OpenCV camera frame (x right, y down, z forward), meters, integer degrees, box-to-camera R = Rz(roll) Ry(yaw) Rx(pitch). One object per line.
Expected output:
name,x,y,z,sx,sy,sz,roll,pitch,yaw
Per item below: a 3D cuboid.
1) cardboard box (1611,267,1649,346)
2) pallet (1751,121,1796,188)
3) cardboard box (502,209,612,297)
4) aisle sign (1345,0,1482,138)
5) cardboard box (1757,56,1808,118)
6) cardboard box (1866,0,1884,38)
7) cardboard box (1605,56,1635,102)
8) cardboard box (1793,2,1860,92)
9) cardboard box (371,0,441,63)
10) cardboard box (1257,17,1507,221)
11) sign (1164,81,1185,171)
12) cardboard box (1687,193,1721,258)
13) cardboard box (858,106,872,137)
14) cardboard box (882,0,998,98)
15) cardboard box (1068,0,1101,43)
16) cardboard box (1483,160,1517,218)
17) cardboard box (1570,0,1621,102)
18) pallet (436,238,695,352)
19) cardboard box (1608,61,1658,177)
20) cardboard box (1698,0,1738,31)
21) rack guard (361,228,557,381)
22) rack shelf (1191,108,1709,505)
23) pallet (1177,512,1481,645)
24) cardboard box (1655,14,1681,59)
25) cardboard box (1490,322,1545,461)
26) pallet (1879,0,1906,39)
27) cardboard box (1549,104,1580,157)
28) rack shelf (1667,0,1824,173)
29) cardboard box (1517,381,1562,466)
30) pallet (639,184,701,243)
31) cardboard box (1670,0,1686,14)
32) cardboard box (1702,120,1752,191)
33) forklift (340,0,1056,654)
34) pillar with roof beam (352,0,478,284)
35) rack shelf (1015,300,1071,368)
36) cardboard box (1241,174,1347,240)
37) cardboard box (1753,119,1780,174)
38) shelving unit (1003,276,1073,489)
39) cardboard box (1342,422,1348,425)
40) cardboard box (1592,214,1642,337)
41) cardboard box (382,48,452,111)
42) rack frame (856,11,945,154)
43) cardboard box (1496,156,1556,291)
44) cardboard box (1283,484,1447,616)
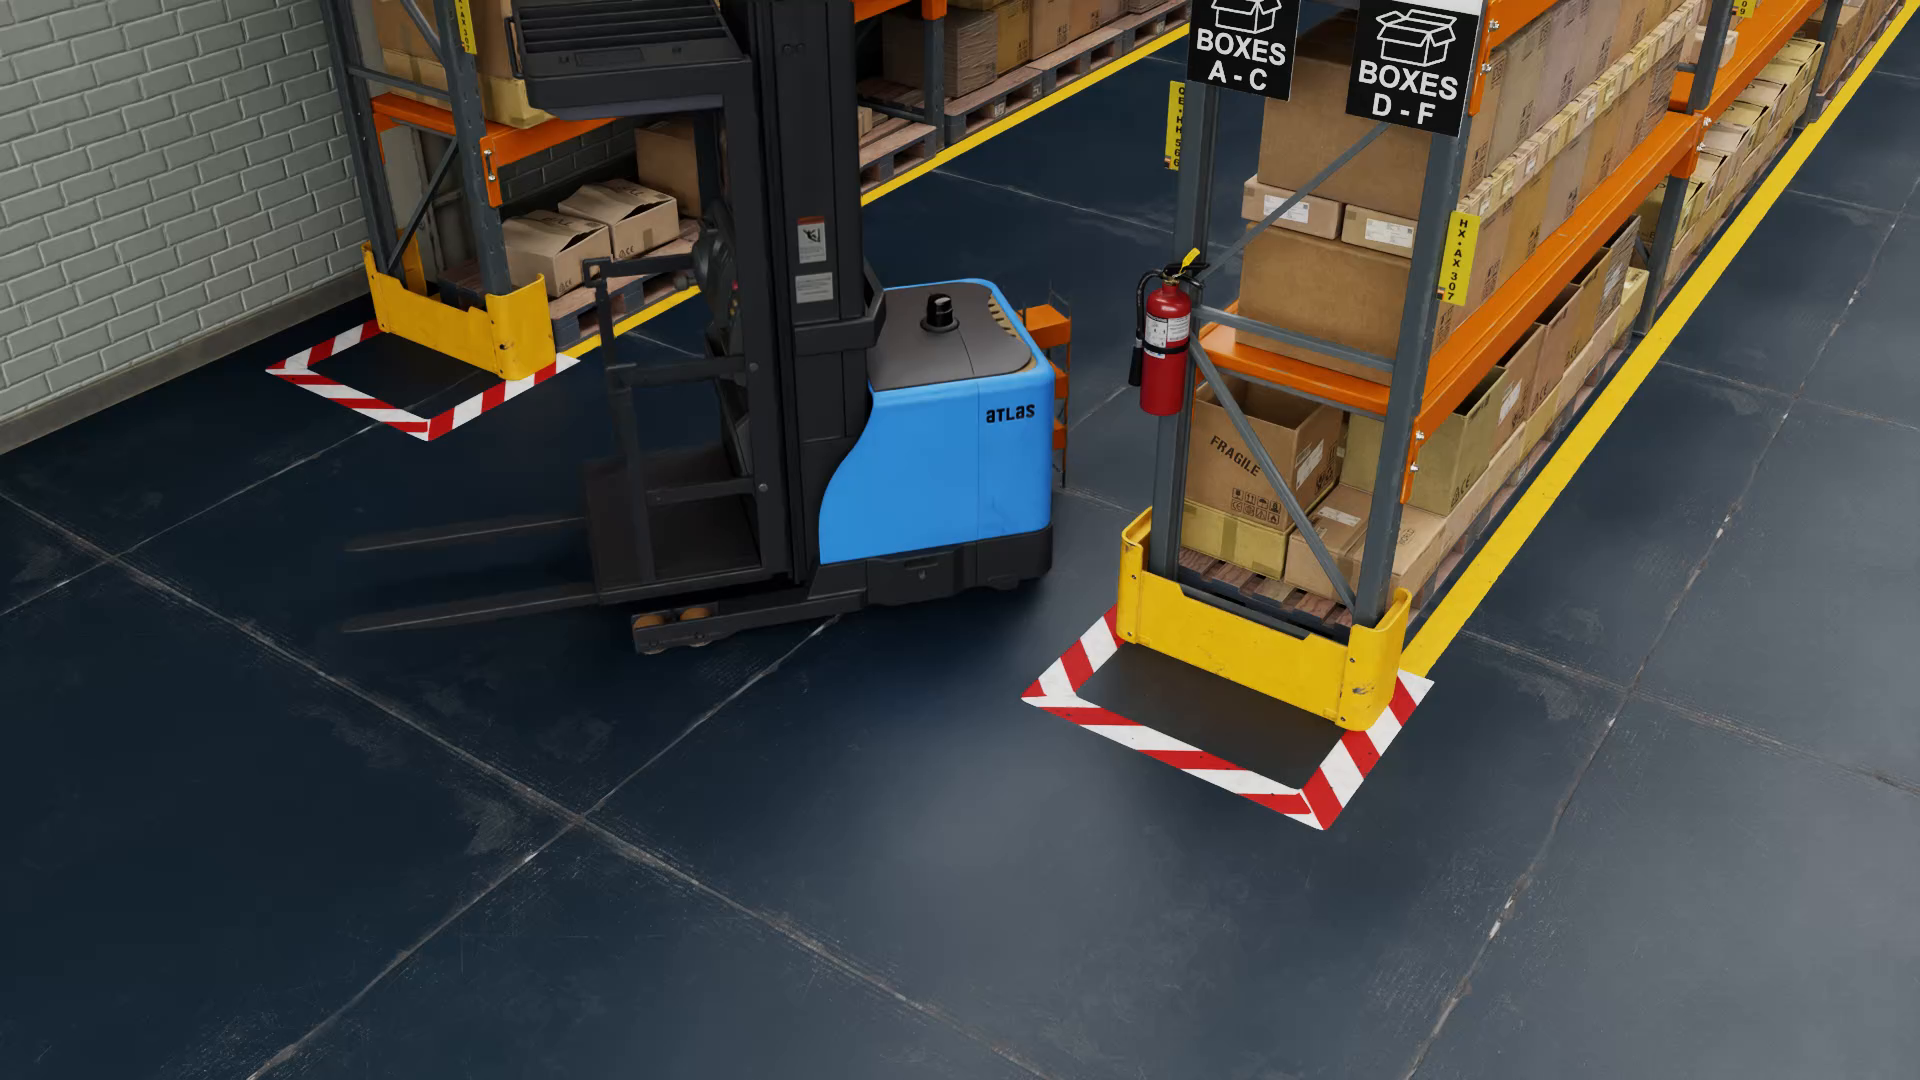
cardboard box,3.433,-1.335,9.126,0.500,0.250,0.500,21,39,28
pallet,5.297,-2.902,11.853,1.003,0.211,1.213,21,39,28
cardboard box,-2.367,-1.681,9.565,0.500,0.311,0.500,17,37,23
aisle sign,1.451,-1.691,5.252,0.394,0.787,0.004,21,39,28
cardboard box,5.411,-3.130,11.280,0.500,0.311,0.500,21,39,28
cardboard box,7.170,-4.403,13.421,0.500,0.500,0.500,20,39,27
cardboard box,2.813,-2.116,7.533,0.380,0.149,0.250,22,40,29
cardboard box,6.292,-3.689,12.366,0.500,0.500,0.500,23,40,30
cardboard box,-2.741,-2.864,8.755,0.500,0.500,0.500,21,39,28
cardboard box,1.544,-1.556,6.126,0.700,0.500,0.500,21,40,28
sign,0.799,-1.500,6.045,0.100,0.325,0.005,21,39,28
cardboard box,4.244,-1.959,10.049,0.500,0.250,0.500,22,40,29
cardboard box,-0.835,-2.916,11.521,0.380,0.166,0.250,16,37,22
cardboard box,-0.148,-3.654,12.315,0.700,0.500,0.500,23,40,30
cardboard box,0.710,-4.366,13.366,0.700,0.500,0.500,21,39,28
cardboard box,1.929,-1.401,6.476,0.380,0.149,0.250,21,40,28
cardboard box,2.411,-2.263,7.171,0.700,0.500,0.500,21,39,28
pallet,-2.299,-1.565,9.876,1.003,0.211,1.213,21,39,28
cardboard box,2.974,-2.173,8.197,0.700,0.500,0.500,21,39,28
cardboard box,4.269,-3.215,9.737,0.500,0.500,0.500,24,41,31
rack guard,-2.792,-1.322,9.259,1.175,0.500,0.348,21,39,28
rack shelf,2.377,-1.365,7.732,1.077,0.370,4.000,21,39,28
pallet,1.638,0.048,7.491,1.003,0.211,1.213,21,39,28
cardboard box,3.249,-2.465,8.049,0.380,0.149,0.250,20,39,27
cardboard box,2.283,-0.728,7.560,0.500,0.500,0.500,21,39,28
pallet,7.646,-4.723,14.546,1.003,0.211,1.213,21,39,28
cardboard box,2.370,-1.757,7.003,0.380,0.149,0.250,21,39,28
rack shelf,4.658,-3.205,10.455,1.077,0.370,4.000,21,39,28
cardboard box,2.582,-0.643,8.102,0.500,0.250,0.500,21,39,28
pallet,-1.603,-2.124,10.703,1.003,0.211,1.213,21,39,28
cardboard box,3.270,-2.956,8.196,0.700,0.500,0.500,21,40,28
cardboard box,4.542,-2.428,10.242,0.500,0.311,0.500,20,39,27
forklift,-1.163,-1.061,6.702,3.031,2.935,1.130,-9,35,-13
pillar with roof beam,0.390,-4.031,5.678,9.100,9.000,0.400,21,39,28
rack shelf,0.355,-0.929,7.699,0.240,0.259,0.215,-16,37,-22
cardboard box,1.298,-1.289,6.310,0.380,0.149,0.250,21,39,27
cardboard box,5.118,-2.670,11.100,0.500,0.250,0.500,22,40,29
shelving unit,0.355,-0.703,7.852,0.252,1.050,0.215,-16,37,-22
cardboard box,1.859,-0.583,8.014,0.500,0.250,0.500,21,39,28
cardboard box,3.138,-1.419,8.581,0.500,0.500,0.500,21,39,28
cardboard box,-2.728,-2.546,8.953,0.500,0.250,0.500,22,40,29
rack frame,-0.554,-4.164,11.229,1.000,3.000,0.127,21,39,28
cardboard box,2.097,-1.464,7.148,0.700,0.500,0.500,22,40,28
cardboard box,1.725,0.047,7.082,0.500,0.250,0.500,21,39,28
